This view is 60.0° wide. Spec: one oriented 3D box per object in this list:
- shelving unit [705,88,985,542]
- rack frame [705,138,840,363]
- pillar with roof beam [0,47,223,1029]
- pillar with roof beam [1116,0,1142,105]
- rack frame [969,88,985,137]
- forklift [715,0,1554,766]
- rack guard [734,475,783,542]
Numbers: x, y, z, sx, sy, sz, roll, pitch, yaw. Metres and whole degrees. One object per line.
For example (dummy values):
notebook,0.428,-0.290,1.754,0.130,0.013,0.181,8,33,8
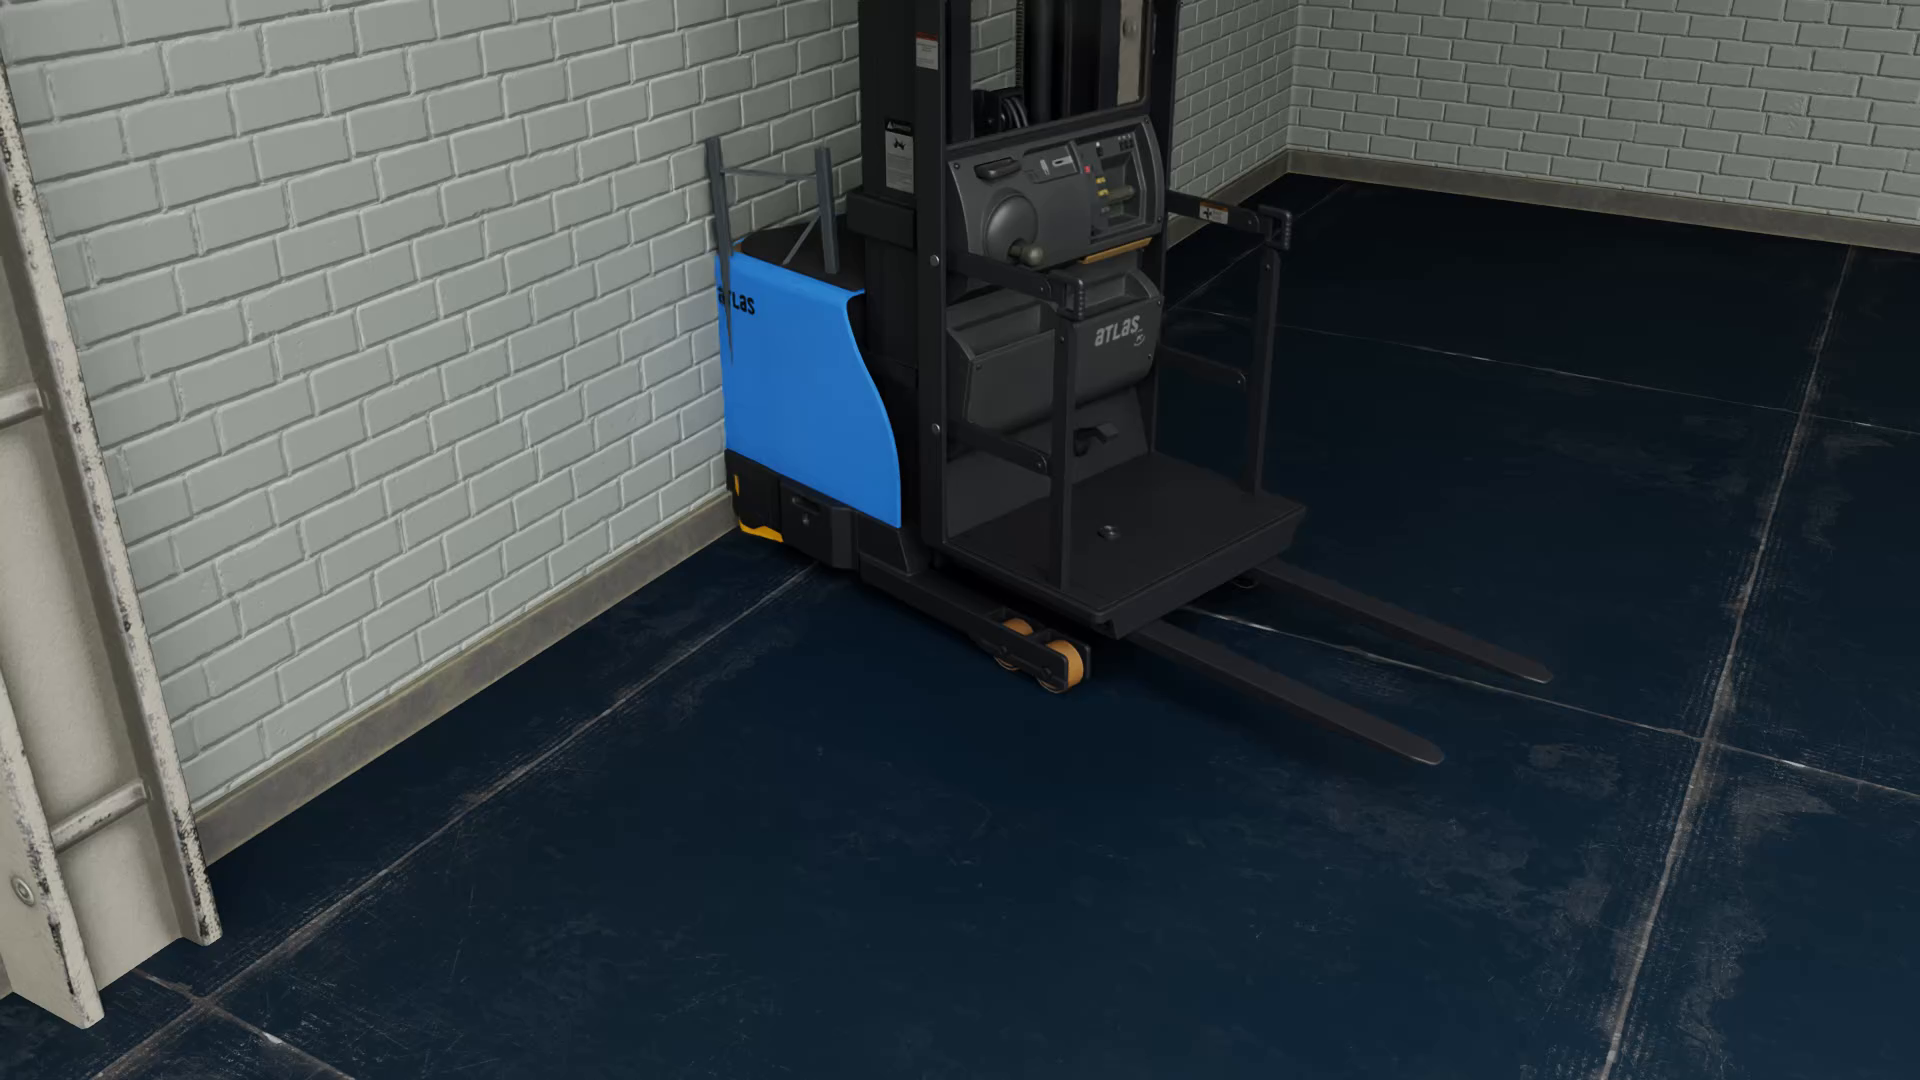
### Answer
shelving unit,-0.354,-0.855,6.281,0.587,1.500,1.083,12,30,29
rack frame,-0.610,-0.655,5.901,0.500,1.500,0.032,12,30,29
pillar with roof beam,1.641,-2.028,0.248,9.100,9.000,0.400,14,30,26
pillar with roof beam,4.592,-4.366,4.920,9.100,9.000,0.400,14,30,26
rack frame,-0.089,-1.061,6.674,0.500,1.500,0.032,12,30,29
forklift,0.472,-1.087,5.146,1.130,2.935,3.031,-24,35,-39
rack guard,-0.577,-0.095,6.175,0.587,0.250,0.087,12,30,29
